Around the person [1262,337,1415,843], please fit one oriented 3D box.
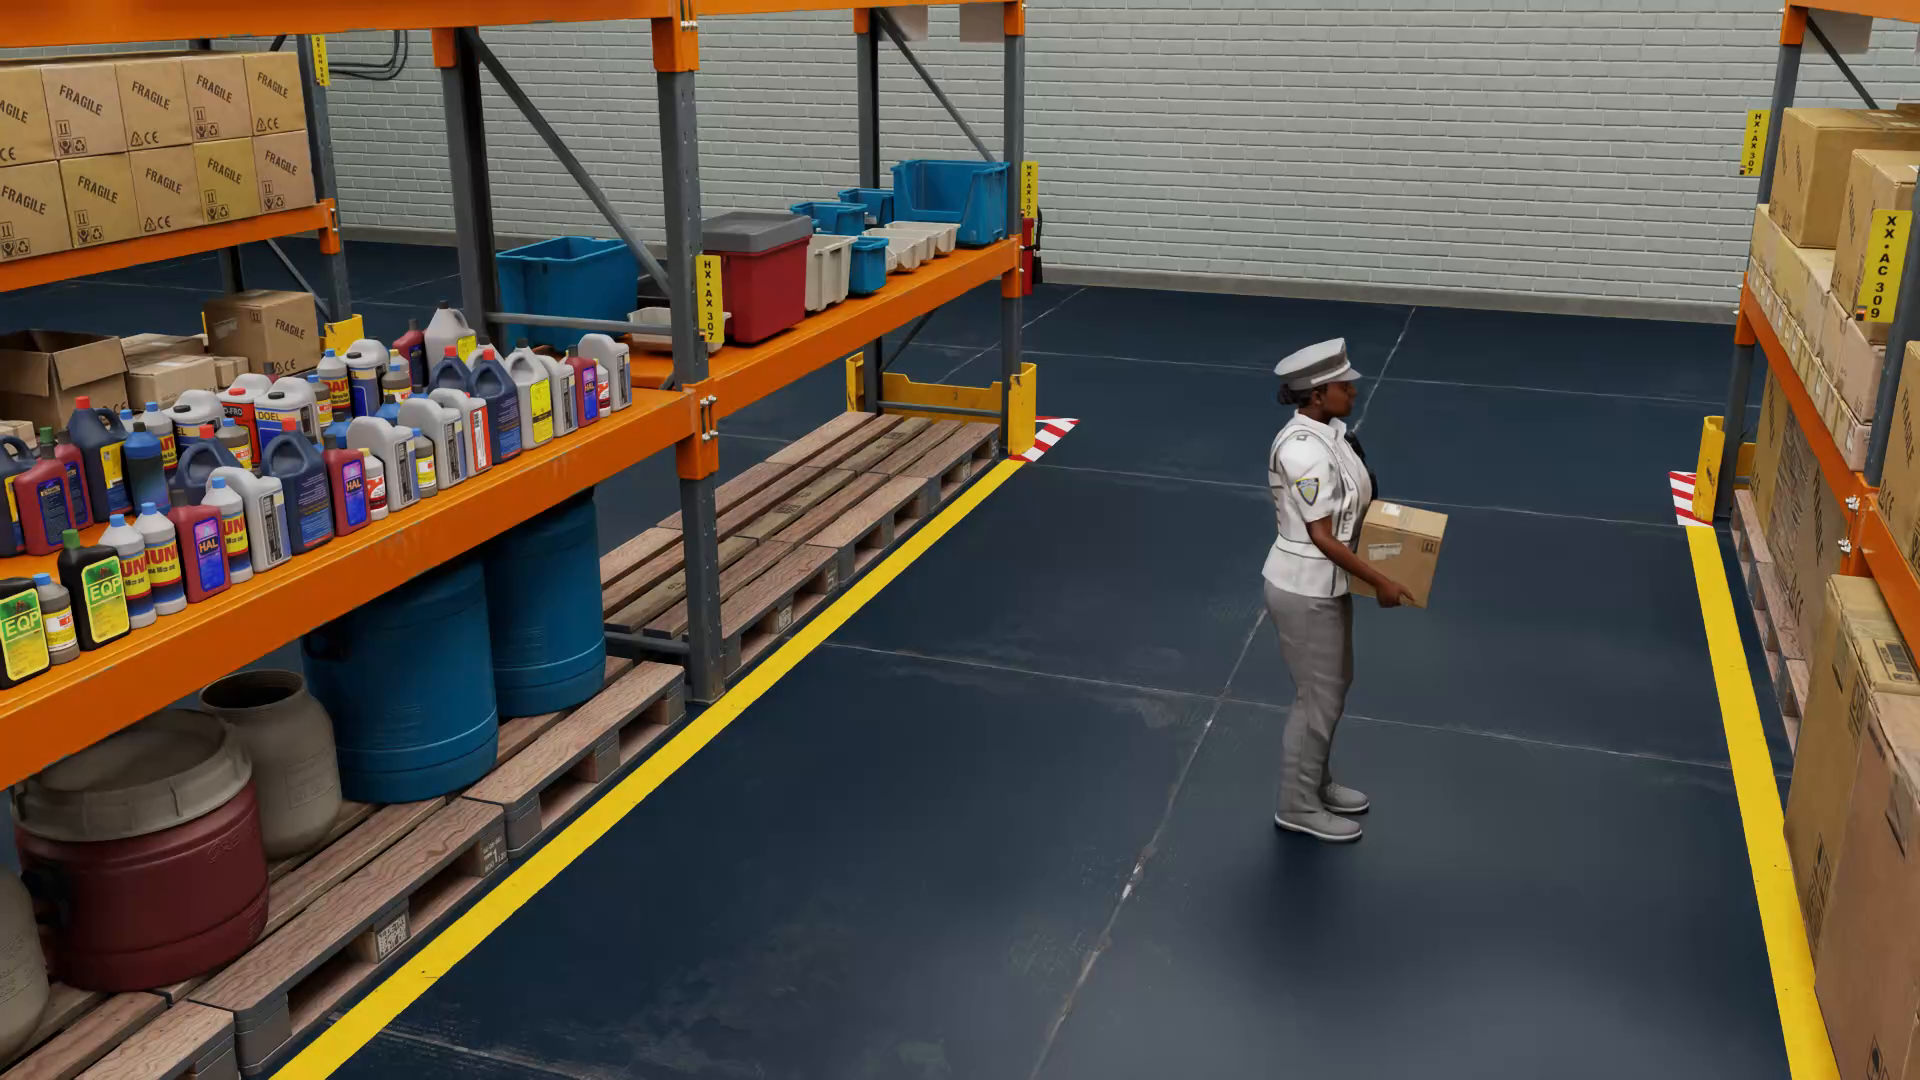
[{"bbox_3d":[1.258,0.169,5.532,0.514,1.690,0.450,7,20,19],"label":"person"}]
